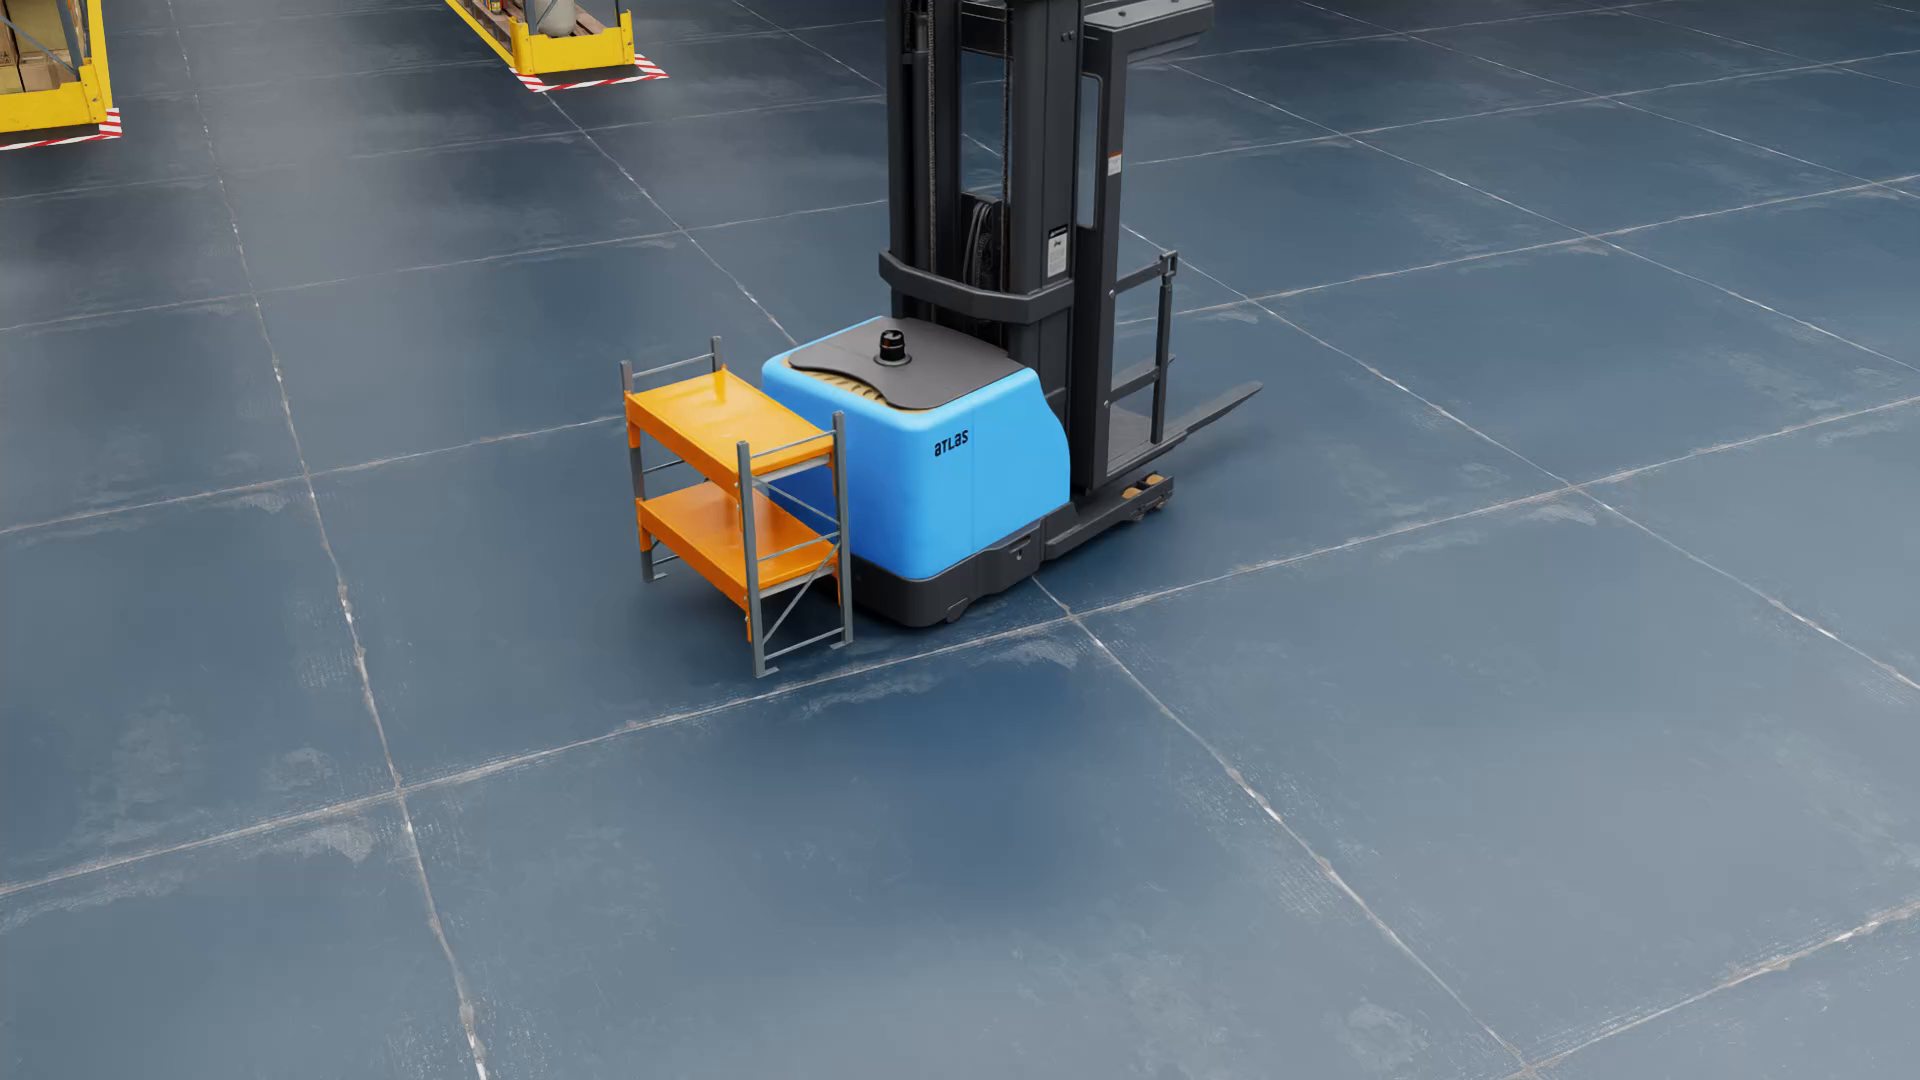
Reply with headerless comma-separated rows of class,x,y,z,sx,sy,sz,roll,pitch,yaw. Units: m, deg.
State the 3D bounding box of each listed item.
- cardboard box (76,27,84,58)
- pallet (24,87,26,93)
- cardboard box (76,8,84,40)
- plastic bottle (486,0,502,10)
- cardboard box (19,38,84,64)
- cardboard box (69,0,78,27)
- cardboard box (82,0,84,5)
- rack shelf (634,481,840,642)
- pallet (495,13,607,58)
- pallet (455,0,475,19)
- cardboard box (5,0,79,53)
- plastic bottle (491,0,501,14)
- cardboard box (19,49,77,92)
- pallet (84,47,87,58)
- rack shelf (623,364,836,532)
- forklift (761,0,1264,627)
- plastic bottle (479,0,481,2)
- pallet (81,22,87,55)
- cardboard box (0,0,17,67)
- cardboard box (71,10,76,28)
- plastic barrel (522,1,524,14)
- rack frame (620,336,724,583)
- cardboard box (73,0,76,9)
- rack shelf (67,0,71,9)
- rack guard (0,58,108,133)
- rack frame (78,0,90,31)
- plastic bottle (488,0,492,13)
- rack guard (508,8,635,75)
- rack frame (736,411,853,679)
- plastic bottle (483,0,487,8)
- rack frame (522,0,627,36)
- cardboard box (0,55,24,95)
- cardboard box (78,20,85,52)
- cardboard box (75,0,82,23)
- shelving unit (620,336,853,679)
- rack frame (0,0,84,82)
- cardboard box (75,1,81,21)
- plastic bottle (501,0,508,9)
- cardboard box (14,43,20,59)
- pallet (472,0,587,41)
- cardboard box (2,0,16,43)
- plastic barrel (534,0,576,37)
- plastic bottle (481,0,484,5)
cardboard box,-8.743,-4.744,16.025,0.500,0.250,0.500,-13,32,-22
pallet,-8.648,-4.148,15.432,1.003,0.211,1.213,-13,32,-22
cardboard box,-9.169,-5.186,16.814,0.500,0.250,0.500,-13,32,-22
plastic bottle,-5.074,-5.914,18.065,0.152,0.276,0.135,-13,32,-22
cardboard box,-8.529,-4.523,15.631,0.500,0.250,0.500,-13,32,-22
cardboard box,-8.952,-5.293,16.238,0.500,0.500,0.500,-13,32,-22
cardboard box,-9.948,-6.016,18.294,0.500,0.250,0.500,-14,32,-23
rack shelf,-0.992,0.047,7.516,0.538,0.278,1.000,-20,35,-32
pallet,-4.225,-5.241,17.381,1.003,0.211,1.213,-13,32,-22
pallet,-5.273,-6.319,19.303,1.003,0.211,1.213,-13,32,-22
cardboard box,-8.527,-4.850,15.448,0.500,0.500,0.500,-13,32,-22
plastic bottle,-4.991,-5.764,17.874,0.097,0.201,0.097,0,29,0
cardboard box,-8.311,-4.303,15.238,0.500,0.250,0.500,-13,32,-22
pallet,-9.168,-4.686,16.391,1.003,0.211,1.213,-13,32,-22
rack shelf,-0.992,-0.422,7.253,0.538,0.278,1.000,-20,35,-32
forklift,0.449,-1.524,7.972,1.130,2.935,3.031,24,37,36
plastic bottle,-5.288,-6.162,18.431,0.144,0.351,0.185,-13,32,-22
pallet,-9.695,-5.226,17.354,1.003,0.211,1.213,-13,32,-22
cardboard box,-8.781,-4.521,14.860,0.500,0.500,0.500,-13,32,-22
cardboard box,-8.754,-5.068,15.837,0.500,0.500,0.500,-13,32,-22
plastic barrel,-4.373,-5.668,17.405,0.421,0.512,0.421,0,29,0
rack frame,-1.297,-0.365,7.750,0.500,1.125,0.032,-20,35,-32
cardboard box,-9.180,-5.511,16.626,0.500,0.500,0.500,-13,32,-22
rack shelf,-9.140,-5.605,15.914,1.077,0.370,4.000,-13,32,-22
rack guard,-8.271,-3.934,14.755,1.175,0.500,0.348,-13,32,-22
rack frame,-9.999,-6.802,17.314,1.000,3.000,0.127,-13,32,-22
plastic bottle,-5.057,-5.848,17.939,0.061,0.283,0.133,-12,32,-21
rack guard,-3.881,-5.007,16.668,1.175,0.500,0.348,-13,32,-22
rack frame,-0.686,0.032,7.042,0.500,1.125,0.032,-20,35,-32
plastic bottle,-5.134,-5.975,18.174,0.152,0.276,0.135,-14,32,-23
rack frame,-3.806,-6.074,16.015,1.000,3.000,0.127,-13,32,-22
cardboard box,-8.779,-4.194,15.044,0.500,0.250,0.500,-13,32,-22
cardboard box,-8.953,-4.966,16.421,0.500,0.250,0.500,-13,32,-22
cardboard box,-9.602,-5.627,17.600,0.500,0.250,0.500,-13,32,-22
shelving unit,-0.992,-0.166,7.396,0.538,1.125,1.048,-20,35,-32
rack frame,-8.282,-5.035,14.163,1.000,3.000,0.127,-13,32,-22
cardboard box,-9.397,-5.404,17.203,0.500,0.250,0.500,-13,32,-22
plastic bottle,-4.978,-5.940,18.103,0.061,0.283,0.133,-13,32,-22
cardboard box,-9.004,-4.412,15.434,0.500,0.250,0.500,-13,32,-22
pallet,-4.745,-5.779,18.341,1.003,0.211,1.213,-13,32,-22
cardboard box,-9.223,-4.959,15.642,0.500,0.500,0.500,-13,32,-22
plastic barrel,-4.158,-5.446,17.010,0.421,0.512,0.421,0,29,0
plastic bottle,-5.208,-6.080,18.285,0.144,0.351,0.185,-12,31,-20
